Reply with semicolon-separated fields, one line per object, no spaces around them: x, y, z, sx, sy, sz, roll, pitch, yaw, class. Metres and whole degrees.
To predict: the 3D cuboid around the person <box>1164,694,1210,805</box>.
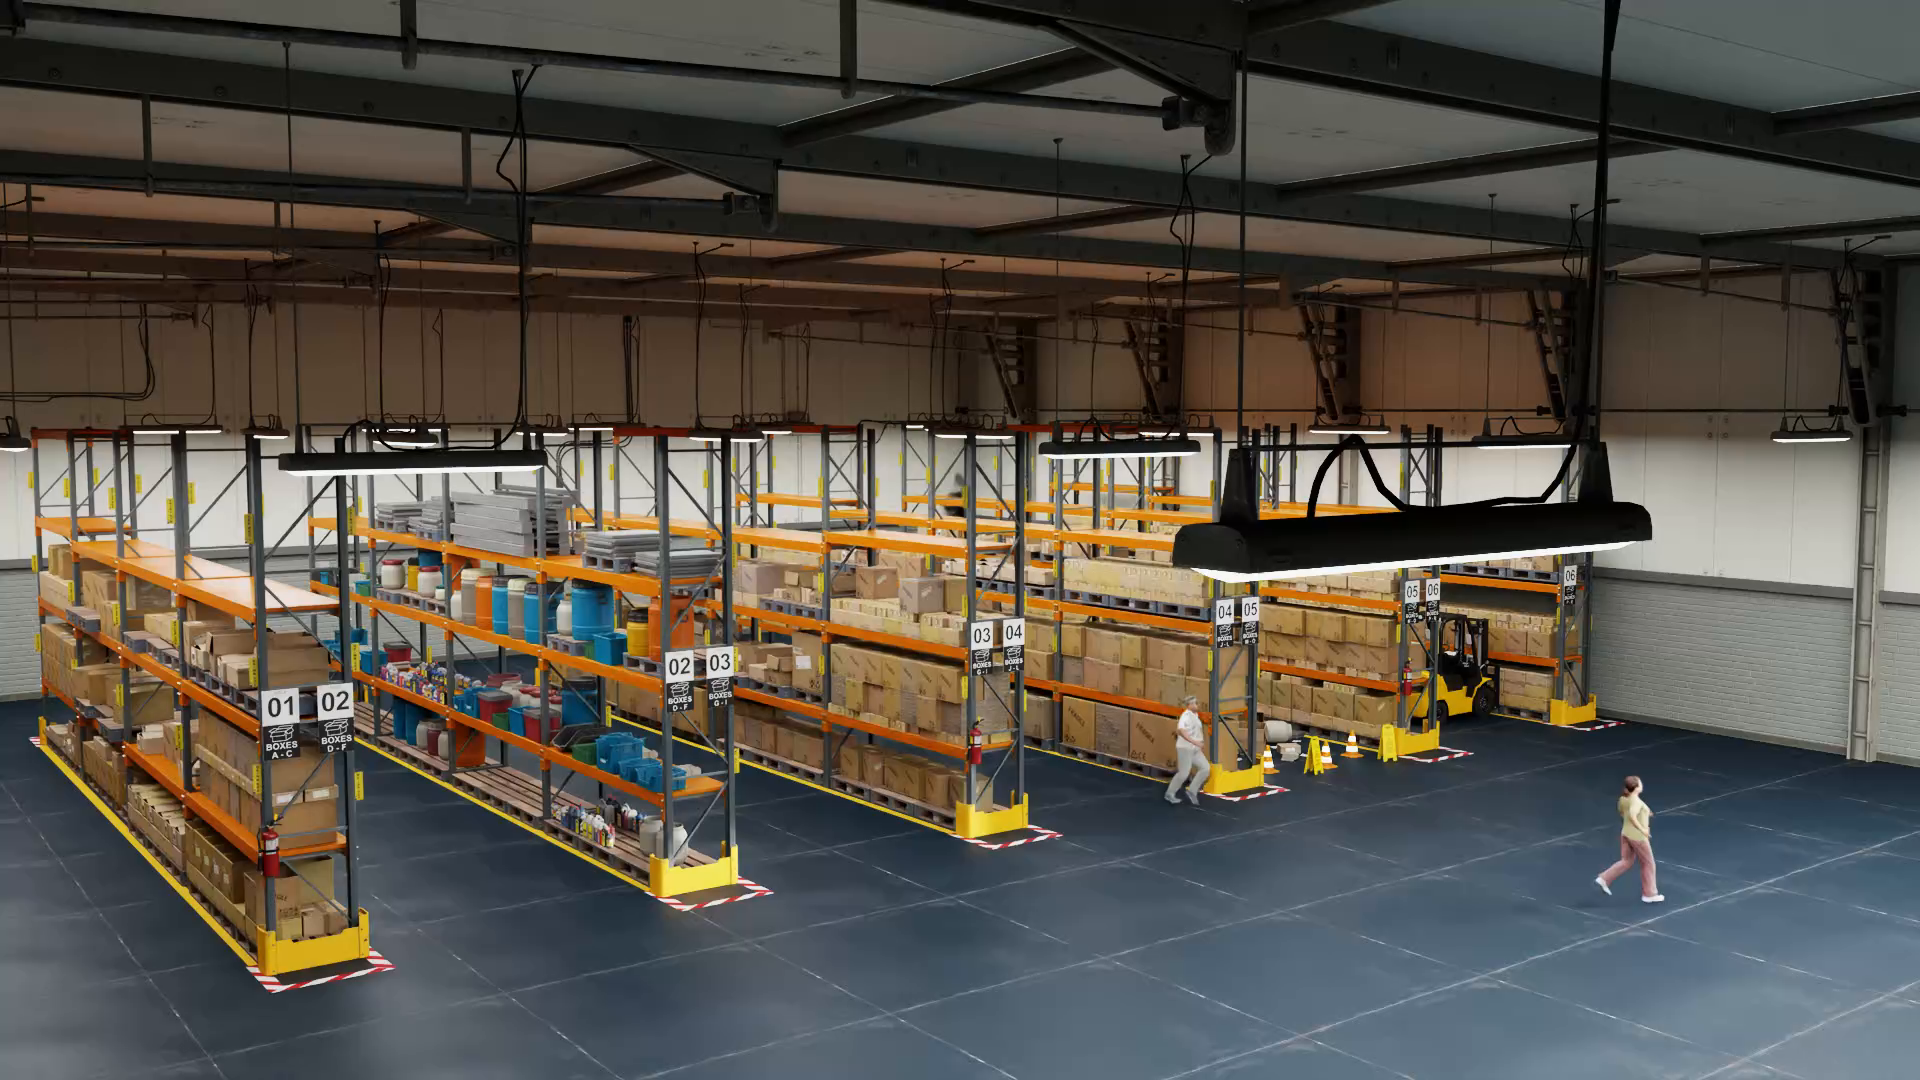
3.702;3.376;26.796;0.668;1.791;0.722;2;5;29;person

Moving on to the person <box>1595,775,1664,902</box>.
8.603;3.820;21.273;0.929;1.645;0.585;-1;5;-12;person

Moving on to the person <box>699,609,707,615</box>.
-6.150;2.439;39.098;0.725;1.657;0.821;-2;5;-21;person
